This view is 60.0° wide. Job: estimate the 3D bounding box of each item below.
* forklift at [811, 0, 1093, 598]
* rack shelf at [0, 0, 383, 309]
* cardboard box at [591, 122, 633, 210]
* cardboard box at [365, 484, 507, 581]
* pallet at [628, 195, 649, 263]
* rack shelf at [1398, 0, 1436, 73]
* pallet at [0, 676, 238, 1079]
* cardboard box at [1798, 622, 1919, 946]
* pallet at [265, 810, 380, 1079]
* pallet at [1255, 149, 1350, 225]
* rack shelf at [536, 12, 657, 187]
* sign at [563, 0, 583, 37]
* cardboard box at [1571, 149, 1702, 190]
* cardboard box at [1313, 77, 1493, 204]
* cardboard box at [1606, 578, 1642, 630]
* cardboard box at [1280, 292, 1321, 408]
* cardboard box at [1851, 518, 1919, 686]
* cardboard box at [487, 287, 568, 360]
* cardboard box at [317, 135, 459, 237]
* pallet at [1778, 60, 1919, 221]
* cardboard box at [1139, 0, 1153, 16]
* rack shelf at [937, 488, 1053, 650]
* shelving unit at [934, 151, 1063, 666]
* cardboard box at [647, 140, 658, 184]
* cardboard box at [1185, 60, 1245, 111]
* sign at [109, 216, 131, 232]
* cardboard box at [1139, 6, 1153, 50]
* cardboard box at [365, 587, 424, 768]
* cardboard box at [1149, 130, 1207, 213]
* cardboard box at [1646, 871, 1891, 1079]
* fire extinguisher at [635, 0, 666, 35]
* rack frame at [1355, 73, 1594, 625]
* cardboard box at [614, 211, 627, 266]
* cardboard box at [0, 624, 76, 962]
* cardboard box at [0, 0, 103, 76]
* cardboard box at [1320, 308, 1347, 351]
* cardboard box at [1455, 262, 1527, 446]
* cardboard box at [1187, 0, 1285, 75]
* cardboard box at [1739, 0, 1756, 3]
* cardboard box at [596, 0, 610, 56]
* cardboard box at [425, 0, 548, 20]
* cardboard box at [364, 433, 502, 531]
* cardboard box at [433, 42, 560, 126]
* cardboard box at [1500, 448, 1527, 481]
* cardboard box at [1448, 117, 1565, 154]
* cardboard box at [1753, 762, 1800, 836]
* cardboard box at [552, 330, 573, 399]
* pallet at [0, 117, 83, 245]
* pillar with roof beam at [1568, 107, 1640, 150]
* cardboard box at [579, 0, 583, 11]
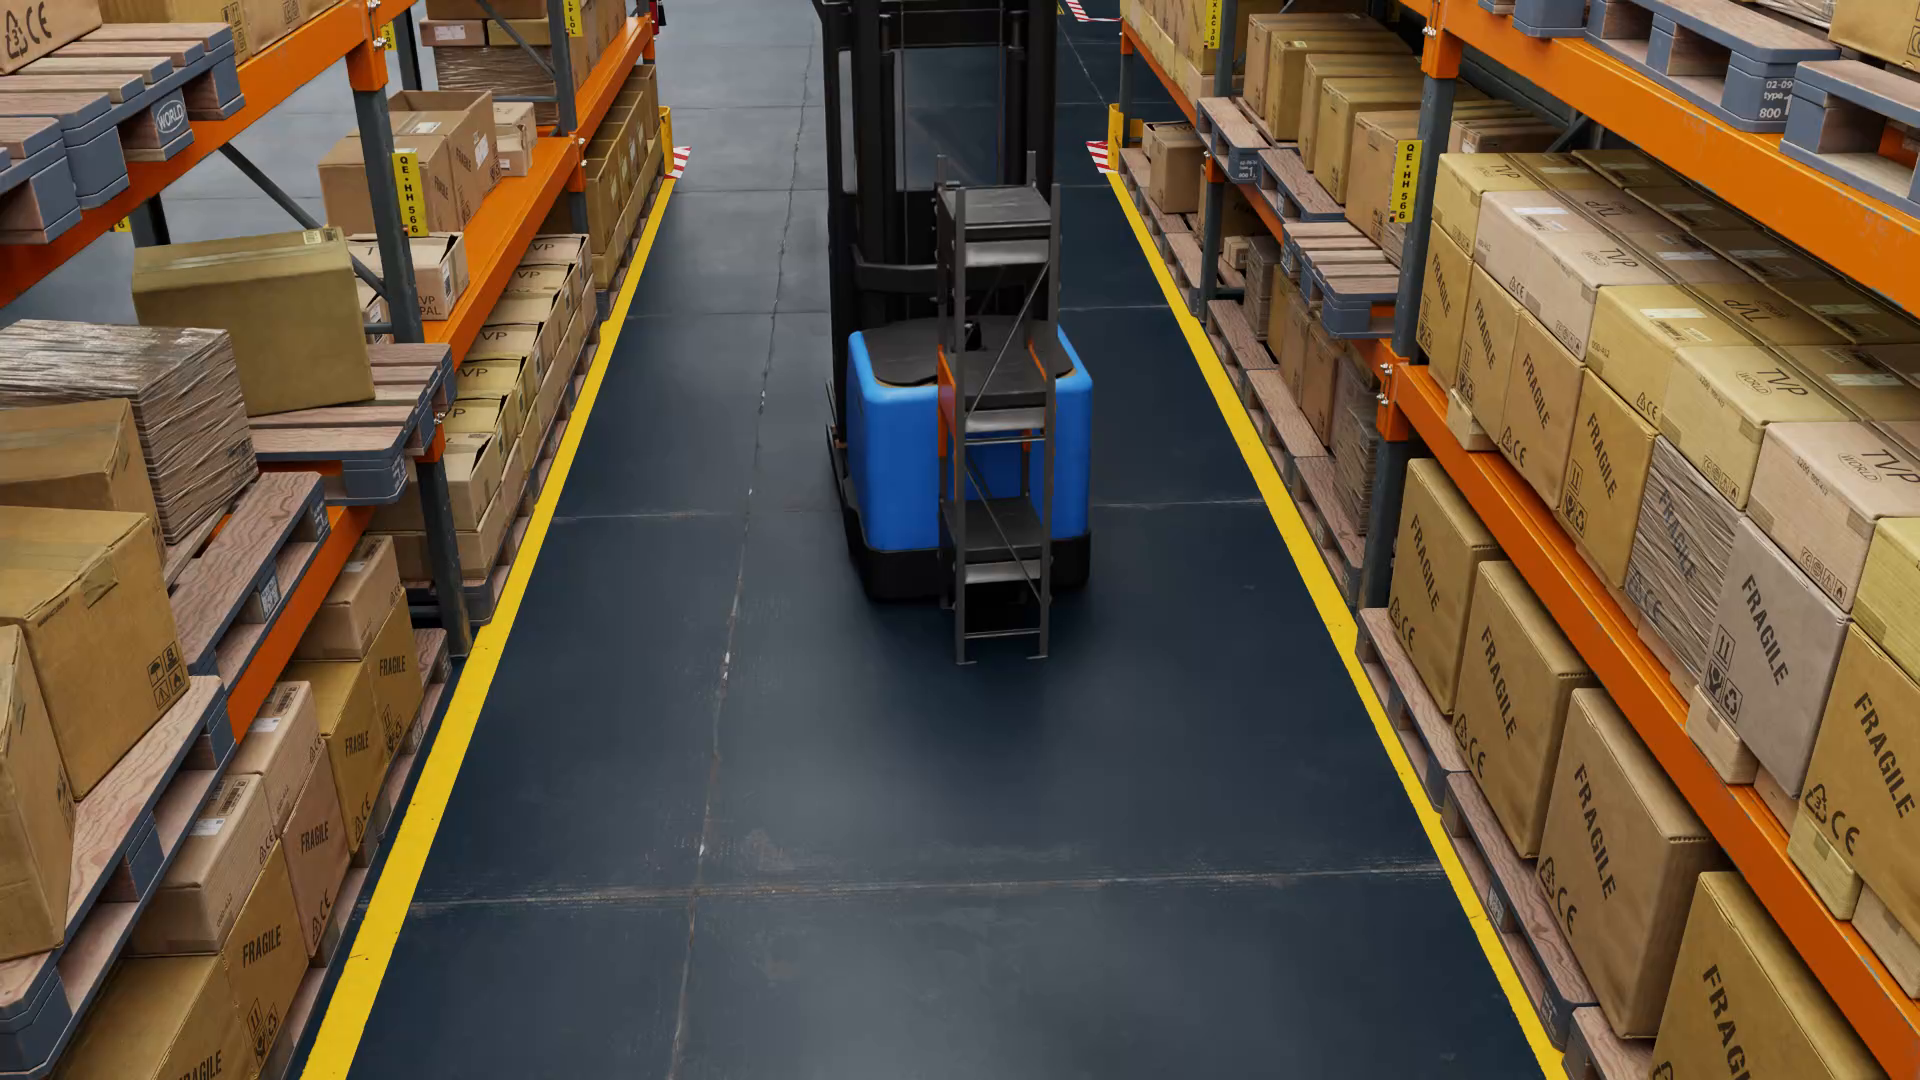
[{"bbox_3d":[-0.131,-1.691,8.323,1.130,2.935,3.031,-4,28,-8],"label":"forklift"},{"bbox_3d":[-2.546,-0.913,4.292,1.077,0.370,4.000,-1,28,-3],"label":"rack shelf"},{"bbox_3d":[-2.624,-2.656,11.807,0.500,0.500,0.500,-1,28,-3],"label":"cardboard box"},{"bbox_3d":[-2.385,-0.042,7.606,0.500,0.250,0.500,-1,28,-3],"label":"cardboard box"},{"bbox_3d":[-2.926,-2.370,12.565,1.003,0.211,1.213,-1,28,-3],"label":"pallet"},{"bbox_3d":[2.192,-2.882,8.066,1.077,0.370,4.000,-1,28,-3],"label":"rack shelf"},{"bbox_3d":[-2.375,0.735,3.805,1.003,0.211,1.213,-1,28,-3],"label":"pallet"},{"bbox_3d":[2.229,0.508,3.581,0.500,0.500,0.500,-2,28,-3],"label":"cardboard box"},{"bbox_3d":[-2.589,1.318,5.494,1.003,0.211,1.213,-1,28,-3],"label":"pallet"},{"bbox_3d":[2.152,-1.775,8.618,1.003,0.211,1.213,-1,28,-3],"label":"pallet"},{"bbox_3d":[-2.964,-3.278,12.069,1.077,0.370,4.000,-1,28,-3],"label":"rack shelf"},{"bbox_3d":[-2.318,-3.169,9.916,0.100,0.325,0.005,-1,28,-3],"label":"sign"},{"bbox_3d":[2.579,-1.262,6.163,0.500,0.250,0.500,-1,28,-1],"label":"cardboard box"},{"bbox_3d":[2.174,-1.978,8.215,0.700,0.500,0.500,-1,28,-3],"label":"cardboard box"},{"bbox_3d":[2.180,0.143,4.983,0.380,0.149,0.250,-1,28,-1],"label":"cardboard box"},{"bbox_3d":[2.206,-1.068,9.281,0.700,0.500,0.500,-1,28,-2],"label":"cardboard box"},{"bbox_3d":[2.225,0.173,3.412,0.500,0.250,0.500,-1,28,-1],"label":"cardboard box"},{"bbox_3d":[-2.495,-1.238,9.293,0.500,0.311,0.500,-1,28,-3],"label":"cardboard box"},{"bbox_3d":[-2.755,-1.645,8.052,0.500,0.500,0.500,-3,28,-5],"label":"cardboard box"},{"bbox_3d":[2.408,-0.767,3.441,0.805,0.209,1.217,-2,28,-5],"label":"pallet"},{"bbox_3d":[1.640,-4.222,12.430,0.500,0.500,0.500,-2,28,-4],"label":"cardboard box"},{"bbox_3d":[0.145,0.120,7.292,0.431,0.518,0.480,-4,28,-8],"label":"rack shelf"},{"bbox_3d":[0.145,-0.512,6.962,0.431,2.100,0.503,-4,28,-8],"label":"shelving unit"},{"bbox_3d":[-2.707,-3.016,13.309,0.500,0.250,0.500,-1,28,-3],"label":"cardboard box"},{"bbox_3d":[1.760,-2.948,10.800,0.500,0.250,0.500,-1,28,-3],"label":"cardboard box"},{"bbox_3d":[-3.205,-1.324,6.293,0.100,0.325,0.005,-1,28,-3],"label":"sign"},{"bbox_3d":[1.649,-3.876,12.579,0.500,0.250,0.500,-2,28,-3],"label":"cardboard box"},{"bbox_3d":[-2.367,0.514,6.249,0.500,0.500,0.500,0,28,-1],"label":"cardboard box"},{"bbox_3d":[1.843,-2.803,12.609,0.700,0.500,0.500,-3,28,-6],"label":"cardboard box"},{"bbox_3d":[2.341,1.370,4.250,0.750,0.750,0.750,-1,28,-2],"label":"cardboard box"},{"bbox_3d":[-2.611,-4.552,13.817,0.296,0.674,0.183,-1,28,-3],"label":"fire extinguisher"},{"bbox_3d":[2.296,-0.947,6.822,1.000,3.000,0.127,-1,28,-3],"label":"rack frame"},{"bbox_3d":[-2.602,-2.093,11.538,0.500,0.250,0.500,-1,28,-3],"label":"cardboard box"},{"bbox_3d":[-2.243,0.567,3.358,0.700,0.500,0.500,-11,29,-20],"label":"cardboard box"},{"bbox_3d":[-2.467,-1.434,3.841,0.600,0.600,0.600,-2,28,-5],"label":"cardboard box"},{"bbox_3d":[2.207,-1.200,8.723,0.500,0.250,0.500,-2,28,-3],"label":"cardboard box"},{"bbox_3d":[2.084,-0.660,5.820,0.500,0.500,0.500,0,28,-1],"label":"cardboard box"},{"bbox_3d":[1.754,-3.280,10.625,0.500,0.500,0.500,-1,28,-3],"label":"cardboard box"},{"bbox_3d":[2.475,-1.795,4.620,0.700,0.500,0.500,0,28,0],"label":"cardboard box"},{"bbox_3d":[-3.004,-3.877,12.332,0.700,0.500,0.500,-1,28,-2],"label":"cardboard box"},{"bbox_3d":[-2.889,-3.497,10.201,0.700,0.500,0.500,-1,28,-2],"label":"cardboard box"},{"bbox_3d":[-2.385,-0.291,7.476,0.500,0.311,0.500,0,28,-1],"label":"cardboard box"},{"bbox_3d":[-2.889,-2.922,10.501,0.700,0.500,0.500,-2,28,-4],"label":"cardboard box"},{"bbox_3d":[2.152,-0.333,5.894,0.380,0.149,0.250,-2,28,-3],"label":"cardboard box"},{"bbox_3d":[2.248,-1.633,6.852,0.380,0.149,0.250,-5,28,-9],"label":"cardboard box"},{"bbox_3d":[2.199,0.617,4.074,0.380,0.149,0.250,-1,28,-1],"label":"cardboard box"},{"bbox_3d":[-2.497,-0.986,9.416,0.500,0.250,0.500,-1,28,-2],"label":"cardboard box"},{"bbox_3d":[-2.406,-0.528,2.979,1.213,0.211,1.003,-1,28,-3],"label":"pallet"},{"bbox_3d":[-1.207,-4.124,6.427,9.100,9.000,0.400,-1,28,-3],"label":"pillar with roof beam"},{"bbox_3d":[-2.735,-3.606,11.110,0.380,0.149,0.250,-2,28,-4],"label":"cardboard box"}]
